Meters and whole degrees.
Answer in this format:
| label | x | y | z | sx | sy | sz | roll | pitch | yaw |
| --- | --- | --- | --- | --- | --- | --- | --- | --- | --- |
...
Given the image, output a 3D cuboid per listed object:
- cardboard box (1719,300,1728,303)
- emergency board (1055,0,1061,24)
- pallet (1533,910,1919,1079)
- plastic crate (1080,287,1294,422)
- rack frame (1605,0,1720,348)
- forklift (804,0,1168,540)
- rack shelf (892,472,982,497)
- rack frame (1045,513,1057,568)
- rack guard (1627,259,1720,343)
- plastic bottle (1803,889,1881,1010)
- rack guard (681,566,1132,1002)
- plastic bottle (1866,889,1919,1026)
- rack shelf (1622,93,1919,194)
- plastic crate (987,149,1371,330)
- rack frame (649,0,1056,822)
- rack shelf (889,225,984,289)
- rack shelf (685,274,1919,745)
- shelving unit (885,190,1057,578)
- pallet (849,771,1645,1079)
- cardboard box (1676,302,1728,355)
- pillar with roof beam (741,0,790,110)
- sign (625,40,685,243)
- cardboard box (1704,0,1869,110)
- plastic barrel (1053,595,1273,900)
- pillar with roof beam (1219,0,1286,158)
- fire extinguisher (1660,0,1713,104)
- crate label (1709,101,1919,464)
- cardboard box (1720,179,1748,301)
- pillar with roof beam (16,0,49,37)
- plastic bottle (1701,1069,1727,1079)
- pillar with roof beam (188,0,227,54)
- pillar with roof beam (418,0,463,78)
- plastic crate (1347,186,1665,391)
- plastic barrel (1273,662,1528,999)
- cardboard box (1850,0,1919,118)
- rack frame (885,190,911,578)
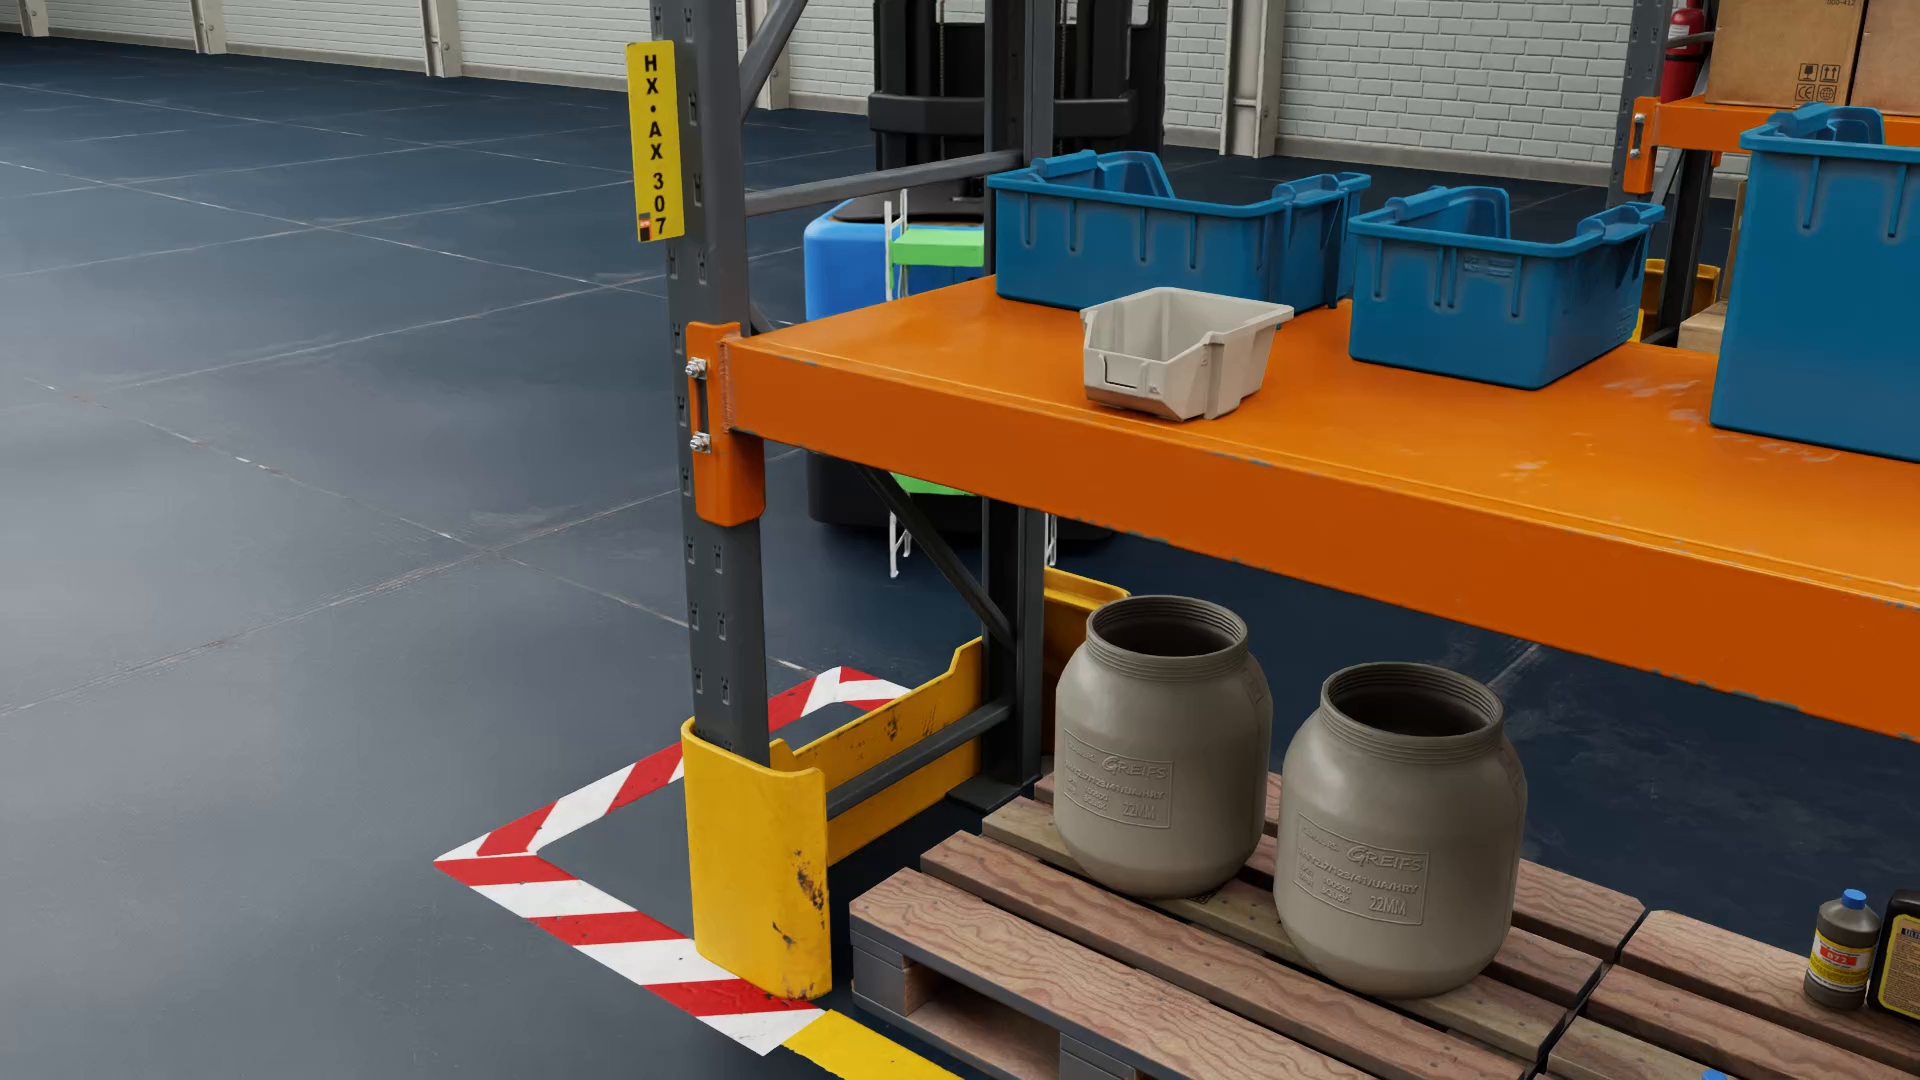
| label | x | y | z | sx | sy | sz | roll | pitch | yaw |
| --- | --- | --- | --- | --- | --- | --- | --- | --- | --- |
| cardboard box | 3.576 | -0.914 | 7.143 | 0.500 | 0.250 | 0.500 | 16 | 26 | 36 |
| emergency board | 0.653 | -5.379 | 15.680 | 0.643 | 1.169 | 0.194 | 16 | 26 | 36 |
| pallet | 1.494 | 1.074 | 2.521 | 1.213 | 0.211 | 1.003 | 16 | 26 | 36 |
| plastic crate | 0.329 | -0.279 | 2.530 | 0.250 | 0.136 | 0.298 | 16 | 26 | 36 |
| rack frame | 2.974 | -2.043 | 6.835 | 0.127 | 3.000 | 1.000 | 16 | 26 | 36 |
| forklift | 0.266 | -1.855 | 6.434 | 1.130 | 2.935 | 3.031 | 4 | 21 | 10 |
| rack shelf | 0.046 | -0.180 | 5.306 | 0.480 | 0.148 | 0.258 | 4 | 21 | 10 |
| rack frame | 0.286 | -0.449 | 5.157 | 0.015 | 1.200 | 0.240 | 4 | 21 | 10 |
| rack guard | 2.955 | -0.879 | 7.290 | 0.348 | 0.500 | 1.175 | 16 | 26 | 36 |
| plastic bottle | 1.539 | 0.704 | 2.894 | 0.097 | 0.201 | 0.097 | 0 | 21 | 0 |
| rack guard | -0.073 | 0.484 | 3.677 | 0.348 | 0.500 | 1.175 | 16 | 26 | 36 |
| plastic bottle | 1.641 | 0.686 | 2.823 | 0.133 | 0.283 | 0.061 | 17 | 26 | 38 |
| rack shelf | 4.523 | -1.260 | 5.779 | 4.000 | 0.370 | 1.077 | 16 | 26 | 36 |
| plastic crate | 0.416 | -0.590 | 3.193 | 0.616 | 0.251 | 0.499 | 16 | 26 | 36 |
| rack frame | -0.161 | -0.690 | 3.246 | 0.127 | 3.000 | 1.000 | 16 | 26 | 36 |
| rack shelf | 0.046 | -0.854 | 5.052 | 0.480 | 0.148 | 0.258 | 4 | 21 | 10 |
| rack shelf | 1.388 | 0.093 | 2.190 | 4.000 | 0.370 | 1.077 | 16 | 26 | 36 |
| shelving unit | 0.046 | -0.464 | 5.199 | 0.503 | 1.200 | 0.258 | 4 | 21 | 10 |
| pallet | 0.553 | 0.802 | 3.243 | 1.213 | 0.211 | 1.003 | 16 | 26 | 36 |
| cardboard box | 3.248 | -0.773 | 6.767 | 0.500 | 0.250 | 0.500 | 16 | 26 | 36 |
| pillar with roof beam | -4.827 | -7.786 | 13.561 | 0.400 | 9.000 | 9.100 | 16 | 26 | 36 |
| sign | -0.512 | -0.670 | 2.801 | 0.005 | 0.325 | 0.100 | 16 | 26 | 36 |
| cardboard box | 3.327 | -1.982 | 6.532 | 0.500 | 0.500 | 0.700 | 16 | 26 | 36 |
| plastic barrel | 0.397 | 0.404 | 3.277 | 0.421 | 0.512 | 0.421 | 0 | 21 | 0 |
| pillar with roof beam | -0.178 | -6.447 | 10.011 | 0.400 | 9.000 | 9.100 | 16 | 26 | 36 |
| fire extinguisher | 3.176 | -2.160 | 7.255 | 0.183 | 0.674 | 0.296 | 16 | 26 | 36 |
| crate label | 1.436 | -0.370 | 2.347 | 0.616 | 0.435 | 0.502 | 16 | 26 | 36 |
| cardboard box | 3.577 | -1.266 | 7.012 | 0.500 | 0.500 | 0.500 | 16 | 26 | 36 |
| pillar with roof beam | -18.772 | -11.802 | 24.211 | 0.400 | 9.000 | 9.100 | 16 | 26 | 36 |
| plastic bottle | 1.046 | 0.871 | 2.352 | 0.097 | 0.271 | 0.097 | 0 | 21 | 0 |
| pillar with roof beam | -14.123 | -10.463 | 20.661 | 0.400 | 9.000 | 9.100 | 16 | 26 | 36 |
| pillar with roof beam | -9.475 | -9.124 | 17.111 | 0.400 | 9.000 | 9.100 | 16 | 26 | 36 |
| plastic crate | 0.915 | -0.444 | 2.805 | 0.408 | 0.251 | 0.499 | 16 | 26 | 36 |
| plastic barrel | 0.785 | 0.515 | 2.981 | 0.421 | 0.512 | 0.421 | 0 | 21 | 0 |
| cardboard box | 3.737 | -1.866 | 6.225 | 0.500 | 0.500 | 0.700 | 17 | 26 | 38 |
| rack frame | -0.194 | -0.480 | 5.240 | 0.015 | 1.200 | 0.240 | 4 | 21 | 10 |
